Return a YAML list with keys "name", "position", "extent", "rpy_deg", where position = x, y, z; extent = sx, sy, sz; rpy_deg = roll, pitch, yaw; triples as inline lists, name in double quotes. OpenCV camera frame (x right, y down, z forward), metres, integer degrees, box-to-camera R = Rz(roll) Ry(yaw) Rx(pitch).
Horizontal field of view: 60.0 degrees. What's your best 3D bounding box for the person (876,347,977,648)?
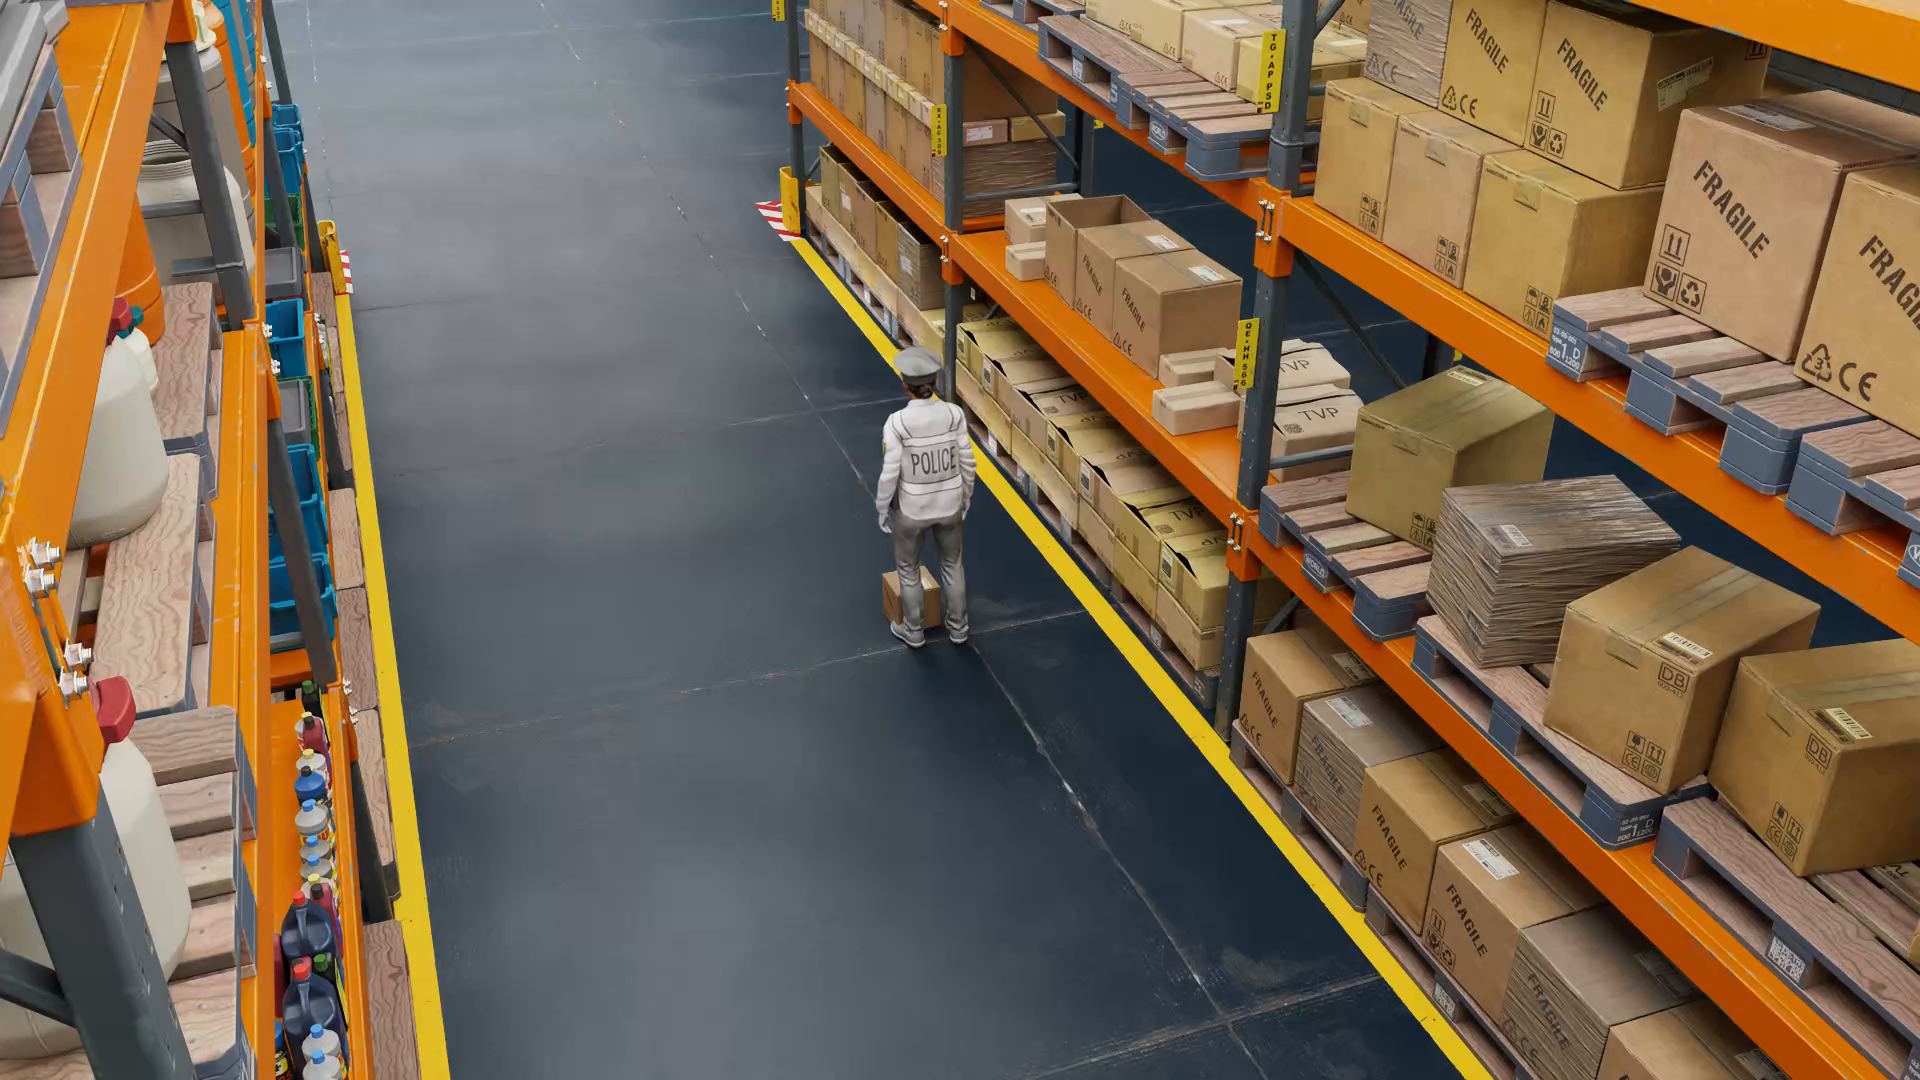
- name: "person"
  position: [-0.180, -0.181, 8.646]
  extent: [0.529, 1.663, 0.403]
  rpy_deg: [-10, 32, -17]
